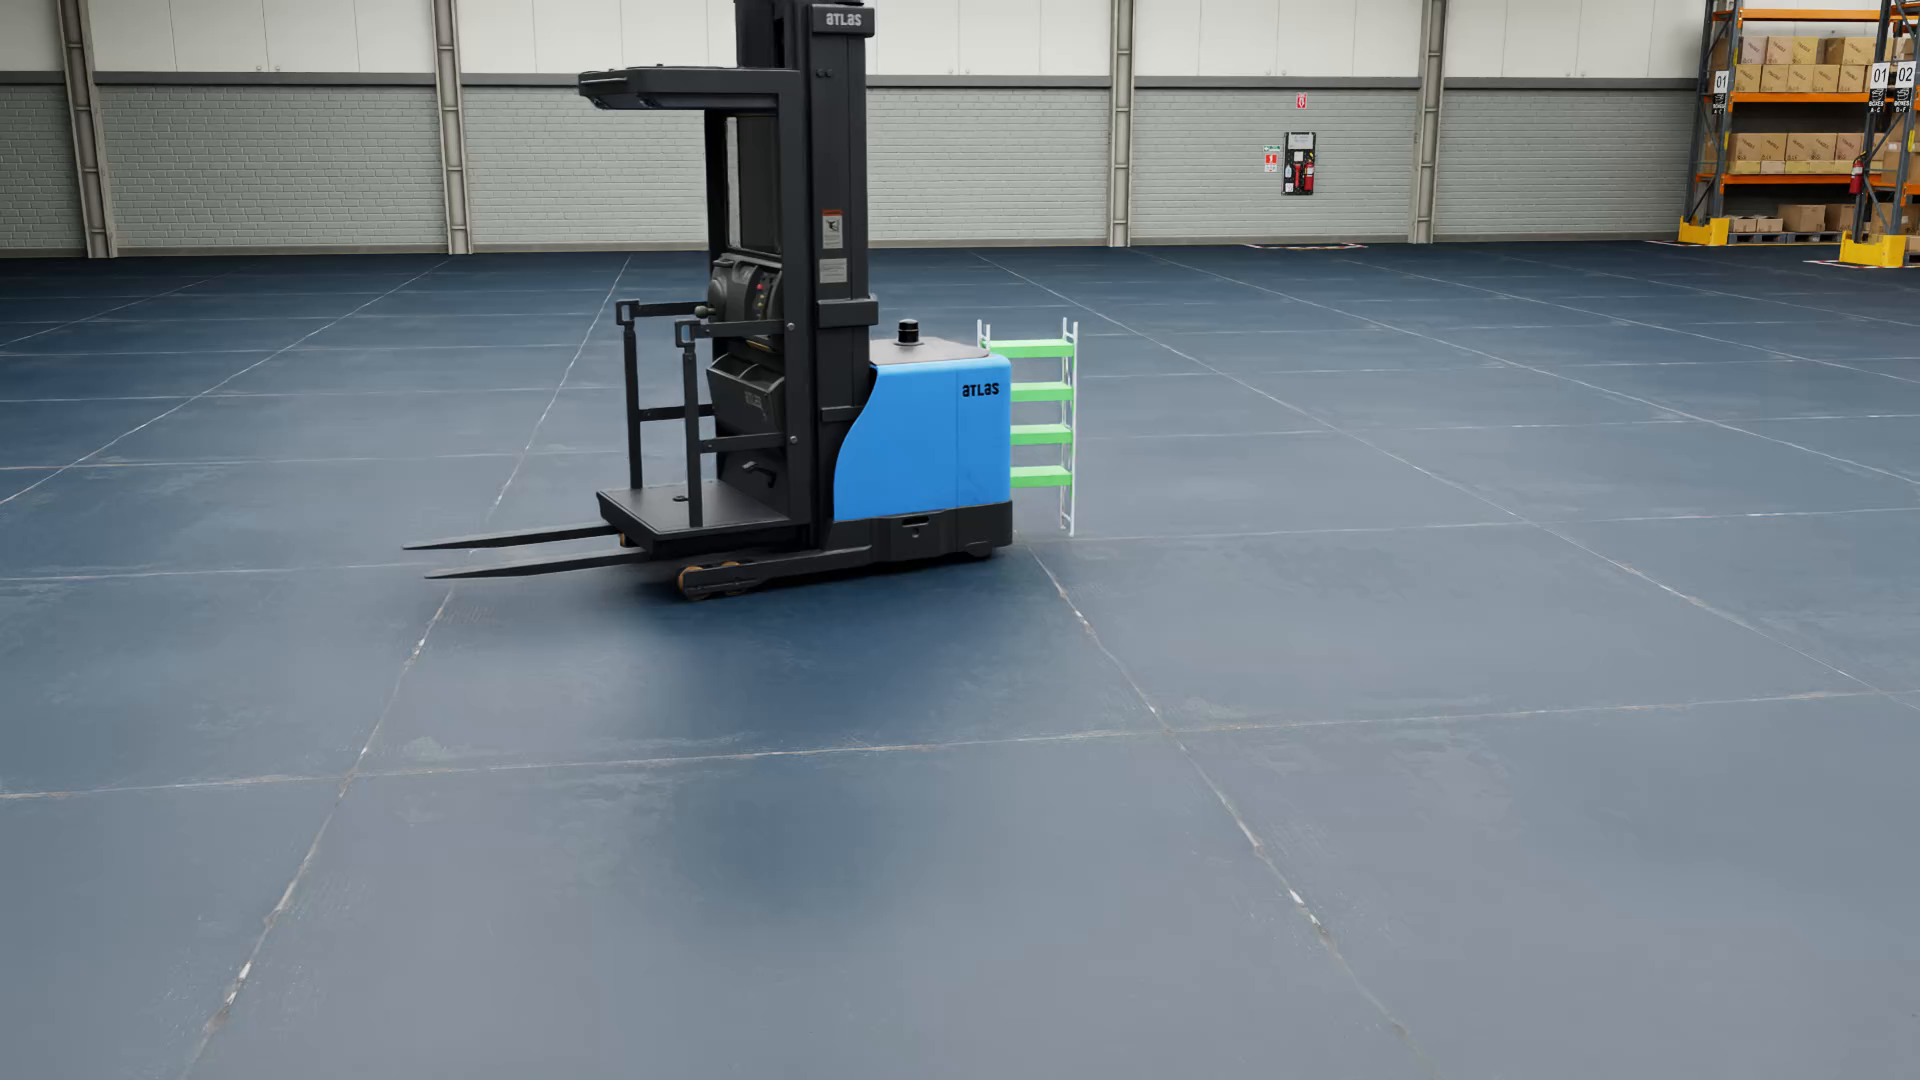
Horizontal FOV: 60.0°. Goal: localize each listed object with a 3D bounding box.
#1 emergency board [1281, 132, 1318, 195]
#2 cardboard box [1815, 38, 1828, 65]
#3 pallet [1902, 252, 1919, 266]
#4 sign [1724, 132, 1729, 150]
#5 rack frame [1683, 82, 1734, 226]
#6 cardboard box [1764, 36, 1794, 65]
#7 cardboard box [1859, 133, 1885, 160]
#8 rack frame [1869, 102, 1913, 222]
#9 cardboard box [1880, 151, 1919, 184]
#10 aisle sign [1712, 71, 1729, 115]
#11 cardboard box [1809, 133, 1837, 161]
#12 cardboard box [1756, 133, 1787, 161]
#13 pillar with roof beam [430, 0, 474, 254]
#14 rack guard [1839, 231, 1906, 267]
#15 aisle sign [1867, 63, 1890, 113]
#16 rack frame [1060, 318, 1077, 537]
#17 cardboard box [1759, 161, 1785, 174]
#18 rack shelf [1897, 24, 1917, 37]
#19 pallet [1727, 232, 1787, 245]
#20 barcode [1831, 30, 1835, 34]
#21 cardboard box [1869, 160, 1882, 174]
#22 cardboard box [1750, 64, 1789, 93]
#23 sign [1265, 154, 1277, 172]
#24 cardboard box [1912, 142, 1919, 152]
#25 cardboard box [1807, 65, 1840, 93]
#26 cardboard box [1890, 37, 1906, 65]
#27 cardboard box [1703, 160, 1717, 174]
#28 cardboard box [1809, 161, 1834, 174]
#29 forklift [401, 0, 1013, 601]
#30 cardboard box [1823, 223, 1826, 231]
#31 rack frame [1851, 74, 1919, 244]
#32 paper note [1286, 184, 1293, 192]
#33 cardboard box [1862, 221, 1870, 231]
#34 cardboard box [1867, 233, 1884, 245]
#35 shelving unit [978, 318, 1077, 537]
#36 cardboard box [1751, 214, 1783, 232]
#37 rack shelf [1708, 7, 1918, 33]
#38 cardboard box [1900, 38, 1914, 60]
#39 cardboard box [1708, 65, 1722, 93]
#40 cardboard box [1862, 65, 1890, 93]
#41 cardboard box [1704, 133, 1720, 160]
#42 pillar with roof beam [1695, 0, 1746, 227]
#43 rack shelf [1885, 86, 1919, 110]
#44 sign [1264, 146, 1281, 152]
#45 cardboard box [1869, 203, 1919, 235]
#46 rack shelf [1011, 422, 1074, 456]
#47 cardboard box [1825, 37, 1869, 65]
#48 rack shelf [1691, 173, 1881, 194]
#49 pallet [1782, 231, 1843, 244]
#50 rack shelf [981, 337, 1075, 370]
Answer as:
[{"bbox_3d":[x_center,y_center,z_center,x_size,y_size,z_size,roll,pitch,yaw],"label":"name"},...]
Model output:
[{"bbox_3d":[6.465,-7.136,31.548,0.643,1.169,0.194,-2,14,-8],"label":"emergency board"},{"bbox_3d":[16.199,-9.328,31.821,0.500,0.500,0.500,-2,14,-8],"label":"cardboard box"},{"bbox_3d":[15.776,-4.694,27.543,1.213,0.211,1.003,-2,14,-8],"label":"pallet"},{"bbox_3d":[14.365,-7.490,31.179,0.005,0.325,0.100,-2,14,-8],"label":"sign"},{"bbox_3d":[14.284,-7.200,31.804,0.127,3.000,1.000,-2,14,-8],"label":"rack frame"},{"bbox_3d":[15.205,-9.160,31.150,0.500,0.500,0.500,-2,14,-9],"label":"cardboard box"},{"bbox_3d":[17.326,-7.535,31.864,0.500,0.500,0.500,-2,14,-9],"label":"cardboard box"},{"bbox_3d":[18.240,-7.345,32.382,0.127,3.000,1.000,-2,14,-8],"label":"rack frame"},{"bbox_3d":[15.490,-6.071,27.097,0.500,0.500,0.700,-2,14,-8],"label":"cardboard box"},{"bbox_3d":[14.258,-8.386,31.190,0.004,0.787,0.394,-2,14,-8],"label":"aisle sign"},{"bbox_3d":[16.312,-7.500,31.726,0.500,0.500,0.500,-2,14,-7],"label":"cardboard box"},{"bbox_3d":[15.291,-7.461,31.571,0.500,0.500,0.500,-2,14,-8],"label":"cardboard box"},{"bbox_3d":[-8.243,-8.438,24.408,0.400,9.000,9.100,-2,14,-8],"label":"pillar with roof beam"},{"bbox_3d":[15.002,-4.795,27.354,0.348,0.500,1.175,-2,14,-8],"label":"rack guard"},{"bbox_3d":[14.917,-7.338,27.009,0.004,0.787,0.394,-2,14,-8],"label":"aisle sign"},{"bbox_3d":[0.608,-0.629,9.303,0.015,1.200,0.240,-3,14,-11],"label":"rack frame"},{"bbox_3d":[15.326,-7.101,31.675,0.500,0.250,0.500,-3,14,-10],"label":"cardboard box"},{"bbox_3d":[20.217,-9.785,32.078,4.000,0.370,1.077,-2,14,-8],"label":"rack shelf"},{"bbox_3d":[15.168,-5.871,32.238,1.213,0.211,1.003,-2,14,-8],"label":"pallet"},{"bbox_3d":[16.801,-9.775,31.998,0.075,0.075,0.001,-2,14,-8],"label":"barcode"},{"bbox_3d":[17.323,-7.176,31.975,0.500,0.250,0.500,-2,14,-8],"label":"cardboard box"},{"bbox_3d":[15.189,-8.676,31.277,0.500,0.500,0.500,-1,14,-5],"label":"cardboard box"},{"bbox_3d":[5.903,-7.158,31.562,0.234,0.329,0.001,-2,14,-8],"label":"sign"},{"bbox_3d":[15.446,-6.334,26.813,0.250,0.149,0.380,-2,14,-9],"label":"cardboard box"},{"bbox_3d":[16.228,-8.720,31.453,0.500,0.500,0.500,-1,14,-5],"label":"cardboard box"},{"bbox_3d":[17.785,-9.260,31.549,0.500,0.500,0.500,-3,14,-13],"label":"cardboard box"},{"bbox_3d":[14.718,-7.201,32.074,0.500,0.250,0.500,-2,14,-7],"label":"cardboard box"},{"bbox_3d":[16.330,-7.135,31.814,0.500,0.250,0.500,-2,14,-8],"label":"cardboard box"},{"bbox_3d":[-1.267,-1.274,8.313,3.031,2.935,1.130,-7,16,-26],"label":"forklift"},{"bbox_3d":[16.655,-6.123,32.464,0.250,0.149,0.380,-3,14,-13],"label":"cardboard box"},{"bbox_3d":[15.026,-6.009,27.053,0.127,3.000,1.000,-2,14,-8],"label":"rack frame"},{"bbox_3d":[6.280,-6.719,31.695,0.142,0.148,0.016,-2,14,-8],"label":"paper note"},{"bbox_3d":[17.715,-6.158,32.567,0.250,0.166,0.380,-4,15,-16],"label":"cardboard box"},{"bbox_3d":[15.512,-4.969,27.698,0.500,0.250,0.500,-2,14,-8],"label":"cardboard box"},{"bbox_3d":[0.369,-0.617,9.255,0.503,1.200,0.258,-3,14,-11],"label":"shelving unit"},{"bbox_3d":[15.546,-6.133,32.174,0.500,0.311,0.500,-1,14,-4],"label":"cardboard box"},{"bbox_3d":[16.262,-9.832,31.451,4.000,0.370,1.077,-2,14,-8],"label":"rack shelf"},{"bbox_3d":[15.595,-7.805,26.687,0.637,0.503,0.797,-1,14,-4],"label":"cardboard box"},{"bbox_3d":[14.659,-8.789,31.728,0.500,0.500,0.500,-1,14,-4],"label":"cardboard box"},{"bbox_3d":[17.275,-8.765,31.632,0.500,0.500,0.500,-3,14,-13],"label":"cardboard box"},{"bbox_3d":[14.719,-7.569,32.001,0.500,0.500,0.500,-2,14,-9],"label":"cardboard box"},{"bbox_3d":[15.489,-9.308,27.876,0.400,9.000,9.100,-2,14,-8],"label":"pillar with roof beam"},{"bbox_3d":[17.004,-7.187,27.065,4.000,0.370,1.077,-2,14,-8],"label":"rack shelf"},{"bbox_3d":[5.909,-7.413,31.490,0.331,0.109,0.001,-2,14,-8],"label":"sign"},{"bbox_3d":[15.512,-5.333,27.609,0.500,0.500,0.500,-2,14,-8],"label":"cardboard box"},{"bbox_3d":[0.369,-0.555,9.271,0.480,0.148,0.258,-3,14,-11],"label":"rack shelf"},{"bbox_3d":[16.729,-9.216,31.374,0.500,0.500,0.500,-3,14,-10],"label":"cardboard box"},{"bbox_3d":[16.262,-6.924,32.181,4.000,0.370,1.077,-2,14,-8],"label":"rack shelf"},{"bbox_3d":[16.372,-5.915,32.411,1.213,0.211,1.003,-2,14,-8],"label":"pallet"},{"bbox_3d":[0.369,-1.021,9.154,0.480,0.148,0.258,-3,14,-11],"label":"rack shelf"}]
